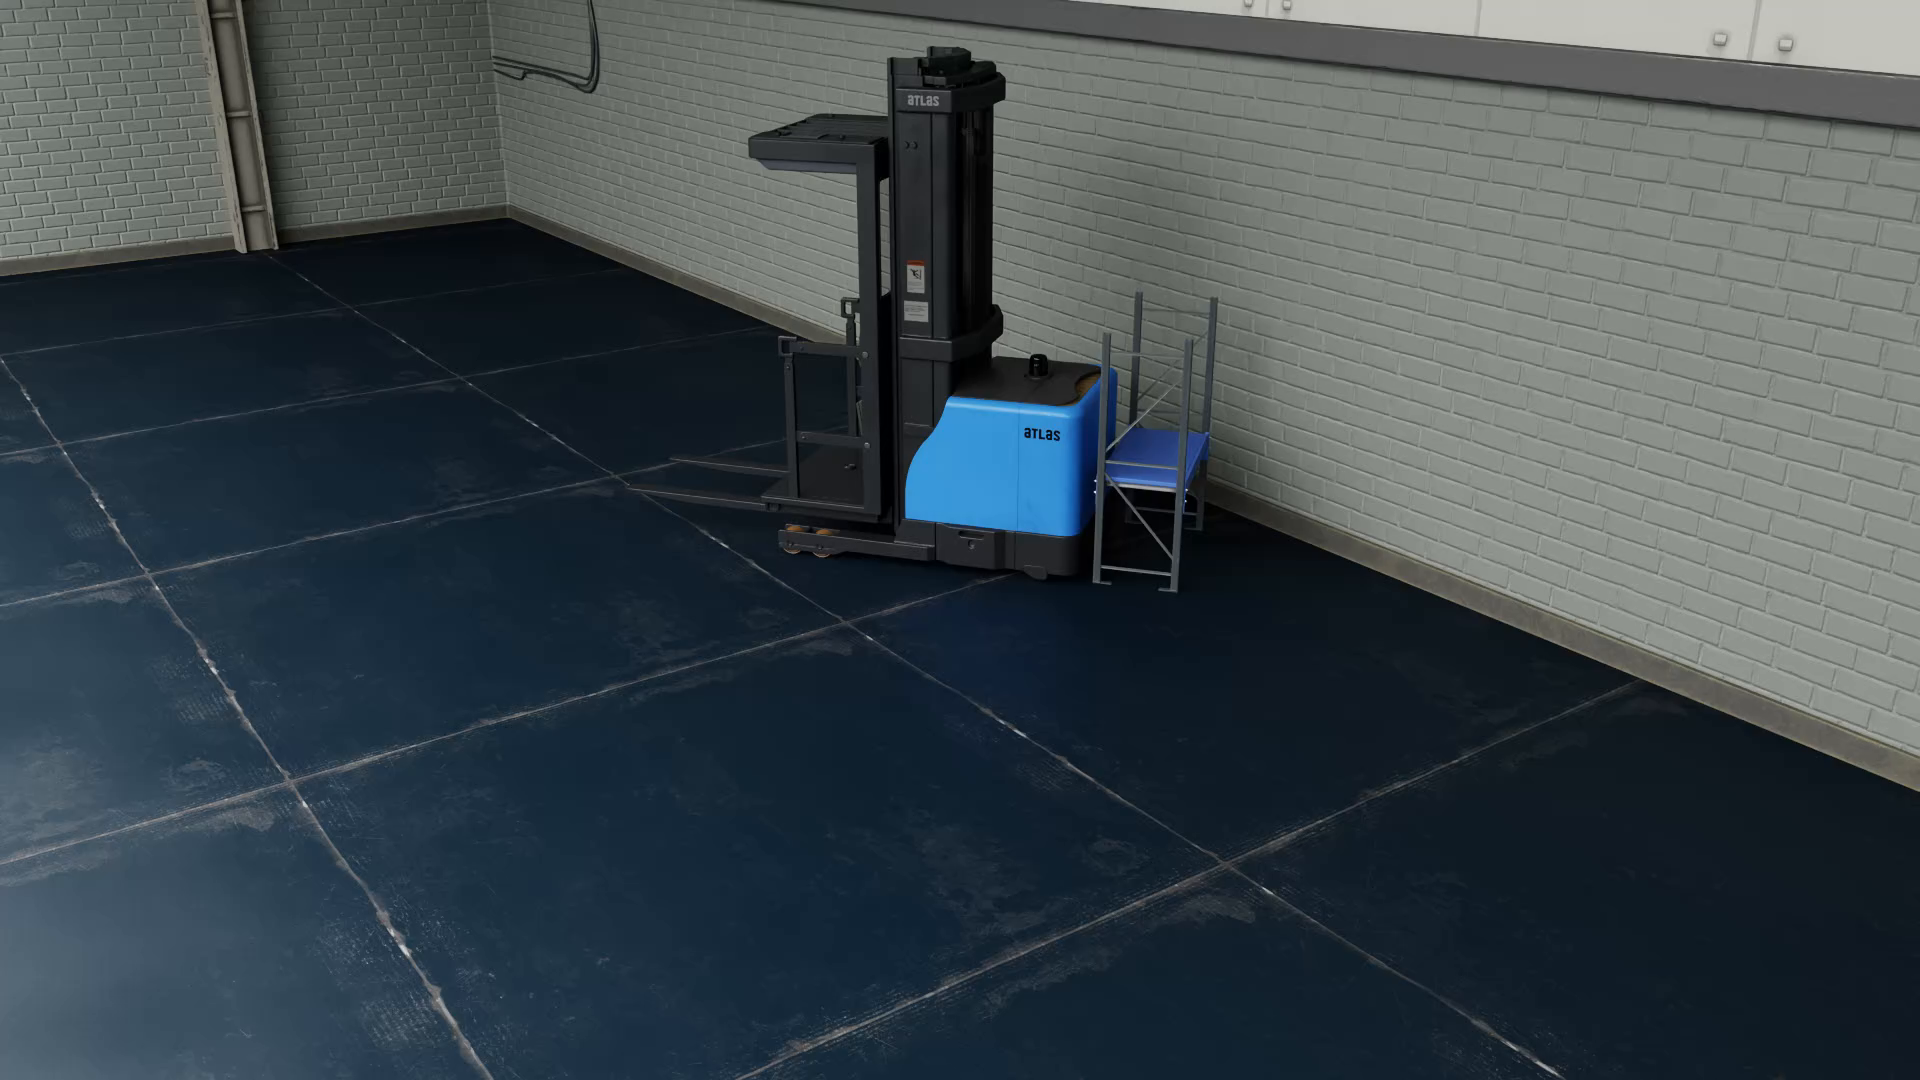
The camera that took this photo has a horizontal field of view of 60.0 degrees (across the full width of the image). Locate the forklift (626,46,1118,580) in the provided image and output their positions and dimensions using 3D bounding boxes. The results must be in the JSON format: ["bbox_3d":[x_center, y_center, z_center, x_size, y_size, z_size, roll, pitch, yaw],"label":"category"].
[{"bbox_3d":[-0.598,-1.433,10.033,3.031,2.935,1.130,7,23,17],"label":"forklift"}]

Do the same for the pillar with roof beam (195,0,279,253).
[{"bbox_3d":[-5.319,-6.131,13.620,0.400,9.000,9.100,-15,26,-33],"label":"pillar with roof beam"}]

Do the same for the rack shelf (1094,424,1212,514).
[{"bbox_3d":[1.165,-0.437,9.949,0.538,0.185,1.000,6,23,14],"label":"rack shelf"}]

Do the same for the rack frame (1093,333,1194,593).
[{"bbox_3d":[1.028,-0.423,9.428,0.500,1.500,0.032,6,23,14],"label":"rack frame"}]

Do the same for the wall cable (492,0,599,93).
[{"bbox_3d":[-4.670,-6.224,18.042,0.112,2.526,3.097,-15,26,-33],"label":"wall cable"}]

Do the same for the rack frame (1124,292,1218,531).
[{"bbox_3d":[1.304,-0.785,10.336,0.500,1.500,0.032,6,23,14],"label":"rack frame"}]

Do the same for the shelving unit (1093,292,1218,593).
[{"bbox_3d":[1.166,-0.604,9.882,0.538,1.500,1.048,6,23,14],"label":"shelving unit"}]
